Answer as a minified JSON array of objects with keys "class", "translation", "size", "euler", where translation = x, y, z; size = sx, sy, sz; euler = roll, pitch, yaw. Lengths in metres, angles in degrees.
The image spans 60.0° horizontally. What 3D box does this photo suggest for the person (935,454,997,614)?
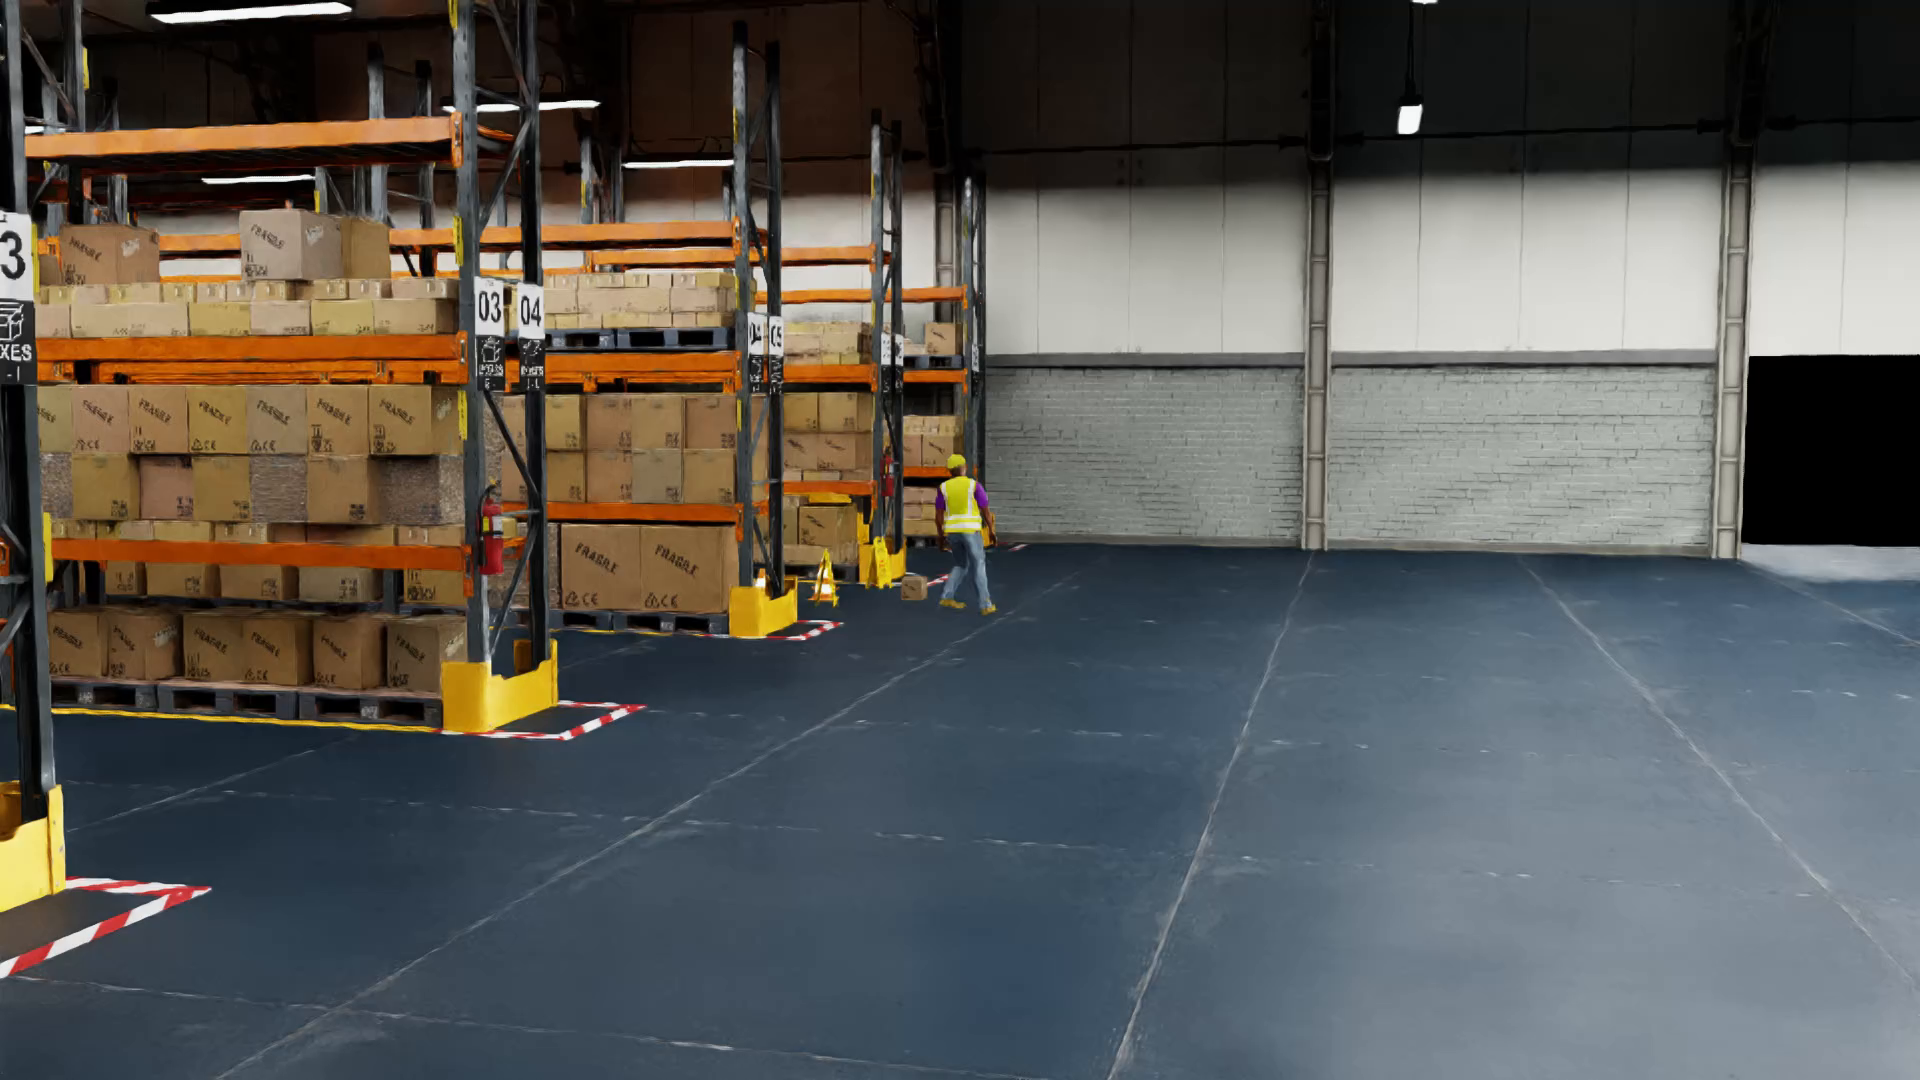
[{"class":"person","translation":[0.076,-0.076,18.320],"size":[0.669,1.743,0.430],"euler":[2,5,26]}]
